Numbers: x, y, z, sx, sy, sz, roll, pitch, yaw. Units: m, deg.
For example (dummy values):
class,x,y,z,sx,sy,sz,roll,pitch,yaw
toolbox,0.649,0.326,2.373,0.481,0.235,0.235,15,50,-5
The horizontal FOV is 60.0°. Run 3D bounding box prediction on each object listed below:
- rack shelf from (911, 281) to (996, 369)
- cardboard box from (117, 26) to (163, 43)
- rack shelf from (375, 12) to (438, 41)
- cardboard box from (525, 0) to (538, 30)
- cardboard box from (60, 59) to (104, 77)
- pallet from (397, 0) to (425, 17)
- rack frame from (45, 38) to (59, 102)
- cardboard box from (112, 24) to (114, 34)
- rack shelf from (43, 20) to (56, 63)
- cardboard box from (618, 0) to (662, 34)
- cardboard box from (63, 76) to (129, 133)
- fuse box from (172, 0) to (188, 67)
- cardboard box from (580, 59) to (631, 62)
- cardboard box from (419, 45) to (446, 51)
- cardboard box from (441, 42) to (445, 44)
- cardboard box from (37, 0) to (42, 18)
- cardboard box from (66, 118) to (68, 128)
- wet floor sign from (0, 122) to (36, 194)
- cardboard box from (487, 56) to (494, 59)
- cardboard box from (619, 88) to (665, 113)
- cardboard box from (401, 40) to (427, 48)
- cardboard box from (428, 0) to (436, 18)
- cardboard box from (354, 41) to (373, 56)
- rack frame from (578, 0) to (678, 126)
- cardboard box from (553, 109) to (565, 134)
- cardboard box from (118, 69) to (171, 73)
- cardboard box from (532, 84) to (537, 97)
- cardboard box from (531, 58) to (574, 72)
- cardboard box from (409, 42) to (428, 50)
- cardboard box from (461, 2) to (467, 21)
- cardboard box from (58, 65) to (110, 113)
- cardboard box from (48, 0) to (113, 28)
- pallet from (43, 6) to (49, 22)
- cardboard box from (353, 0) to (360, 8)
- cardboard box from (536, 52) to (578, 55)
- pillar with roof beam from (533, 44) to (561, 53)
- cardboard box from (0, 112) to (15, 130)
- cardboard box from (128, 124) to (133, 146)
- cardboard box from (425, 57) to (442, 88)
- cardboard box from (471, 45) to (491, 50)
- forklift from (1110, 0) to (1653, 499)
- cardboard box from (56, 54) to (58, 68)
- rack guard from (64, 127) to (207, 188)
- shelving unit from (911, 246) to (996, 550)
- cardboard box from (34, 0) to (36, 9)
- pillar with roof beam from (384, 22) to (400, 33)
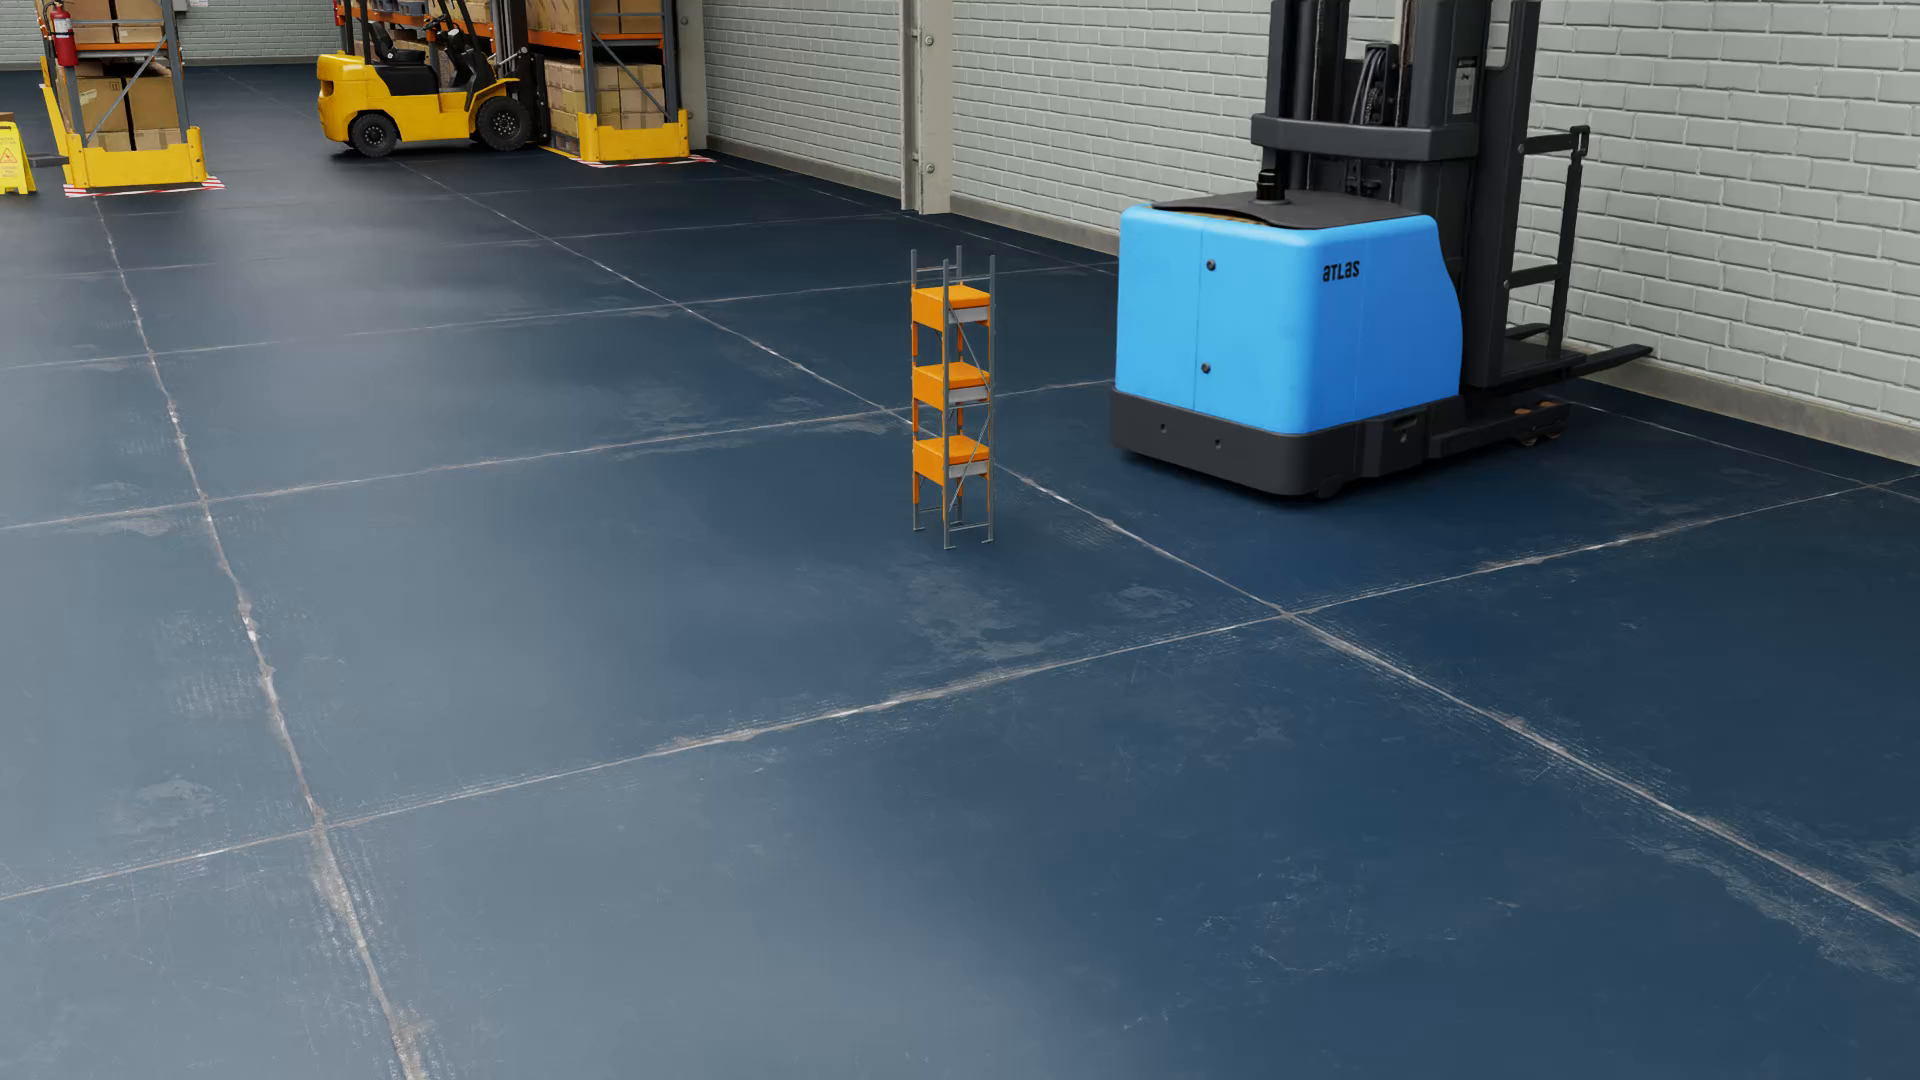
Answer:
class,x,y,z,sx,sy,sz,roll,pitch,yaw
rack shelf,-0.025,-0.770,5.916,0.215,0.259,0.240,-10,21,-27
cardboard box,-7.942,-4.896,16.106,0.380,0.149,0.250,-10,21,-26
rack shelf,-8.345,-8.185,26.357,1.077,0.370,4.000,-10,21,-27
cardboard box,-4.792,-6.243,19.471,0.500,0.500,0.500,-10,21,-26
cardboard box,-8.806,-4.729,16.666,0.380,0.149,0.250,-9,21,-25
pallet,-7.779,-8.044,25.140,1.213,0.211,1.003,-10,21,-27
rack frame,-13.661,-8.330,25.672,1.000,3.000,0.127,-10,21,-27
cardboard box,-9.156,-5.638,18.258,0.380,0.149,0.250,-10,22,-27
rack shelf,-10.812,-6.267,20.798,1.077,0.370,4.000,-10,21,-27
cardboard box,-3.587,-5.887,18.441,0.500,0.500,0.500,-9,21,-25
cardboard box,-8.573,-4.328,16.496,0.500,0.500,0.500,-10,21,-26
fuse box,-16.341,-10.767,34.712,0.539,1.711,0.414,-10,21,-27
cardboard box,-4.127,-5.482,19.457,0.500,0.250,0.500,-10,21,-27
cardboard box,-8.010,-7.451,25.320,0.380,0.149,0.250,-11,22,-29
cardboard box,-8.030,-7.836,26.435,0.380,0.149,0.250,-10,21,-26
cardboard box,-12.979,-7.649,23.929,0.500,0.250,0.500,-10,22,-28
cardboard box,-9.557,-4.569,18.346,0.500,0.250,0.500,-9,21,-24
wet floor sign,-8.815,-3.552,15.435,0.267,0.644,0.232,-3,19,-8
cardboard box,-6.115,-6.251,22.645,0.875,0.625,0.625,-10,22,-27
cardboard box,-3.637,-4.957,18.703,0.500,0.250,0.500,-10,21,-26
cardboard box,-8.885,-8.063,27.093,0.380,0.149,0.250,-10,22,-28
cardboard box,-7.400,-7.715,24.121,0.500,0.250,0.500,-10,21,-26
cardboard box,-10.616,-8.823,30.290,0.700,0.500,0.500,-9,21,-24
rack frame,-3.596,-5.655,17.920,1.000,3.000,0.127,-10,21,-27
cardboard box,-4.325,-4.784,18.967,0.500,0.250,0.500,-10,21,-27
cardboard box,-8.598,-4.714,17.616,0.500,0.500,0.500,-10,21,-26
cardboard box,-4.829,-5.316,19.743,0.500,0.250,0.500,-10,21,-27
cardboard box,-4.820,-5.546,19.643,0.500,0.250,0.500,-10,22,-28
cardboard box,-8.458,-7.762,26.222,0.380,0.149,0.250,-11,22,-29
cardboard box,-6.418,-7.127,22.417,0.500,0.250,0.500,-10,21,-26
cardboard box,-9.555,-4.923,18.222,0.500,0.500,0.500,-9,21,-24
cardboard box,-8.463,-5.186,15.952,0.500,0.500,0.500,-10,22,-28
pallet,-11.330,-6.903,21.831,1.213,0.211,1.003,-10,21,-27
cardboard box,-10.569,-9.542,29.572,0.380,0.149,0.250,-9,21,-25
cardboard box,-5.092,-6.063,21.142,0.500,0.250,0.500,-10,21,-26
pillar with roof beam,-9.772,-9.886,20.985,9.100,9.000,0.400,-10,21,-27
cardboard box,-10.551,-4.334,17.922,0.500,0.500,0.500,4,19,11
cardboard box,-8.609,-4.360,17.741,0.500,0.250,0.500,-8,21,-23
cardboard box,-7.785,-7.056,25.170,0.500,0.500,0.500,-9,21,-25
cardboard box,-7.369,-7.473,25.383,0.380,0.149,0.250,-9,21,-24
forklift,2.105,-1.918,7.196,3.031,2.935,1.130,-15,24,-37
cardboard box,-9.568,-5.189,17.999,0.380,0.149,0.250,-9,21,-25
rack guard,-7.999,-3.725,16.160,1.175,0.500,0.348,-10,21,-27
shelving unit,-0.025,-0.512,6.005,0.215,1.050,0.252,-10,21,-27
cardboard box,-15.586,-9.343,28.455,0.500,0.500,0.500,-10,21,-27
pillar with roof beam,-15.470,-13.331,30.968,9.100,9.000,0.400,-10,21,-27
